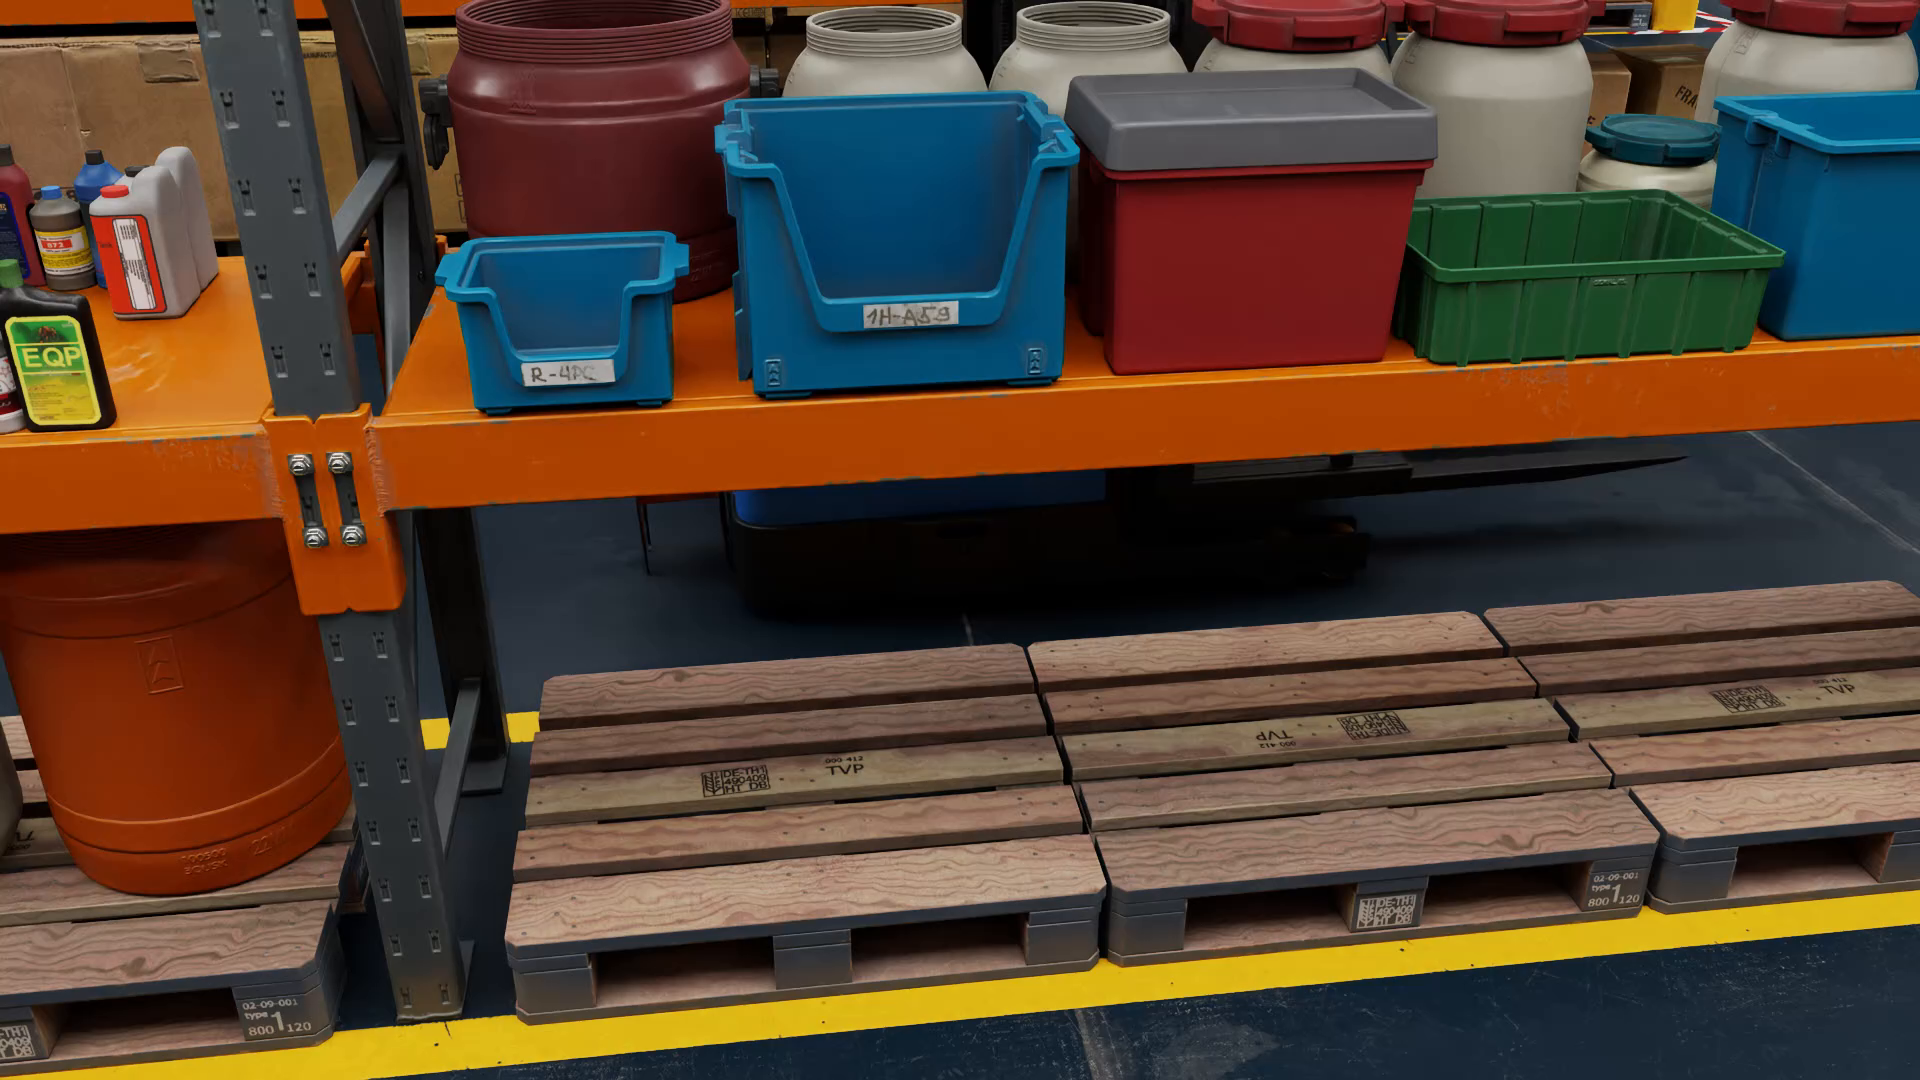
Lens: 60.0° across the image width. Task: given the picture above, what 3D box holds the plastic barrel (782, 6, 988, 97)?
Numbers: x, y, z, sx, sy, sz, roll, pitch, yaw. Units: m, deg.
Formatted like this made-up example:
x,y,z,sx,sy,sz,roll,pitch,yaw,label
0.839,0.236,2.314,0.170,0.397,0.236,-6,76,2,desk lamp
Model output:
x,y,z,sx,sy,sz,roll,pitch,yaw,label
-0.150,-0.800,3.401,0.421,0.512,0.421,0,27,0,plastic barrel

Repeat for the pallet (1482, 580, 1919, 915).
x,y,z,sx,sy,sz,roll,pitch,yaw,label
2.050,0.465,4.112,1.213,0.211,1.003,-4,27,-7,pallet

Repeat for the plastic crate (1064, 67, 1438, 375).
x,y,z,sx,sy,sz,roll,pitch,yaw,label
0.504,-0.581,3.027,0.583,0.464,0.402,-4,27,-7,plastic crate

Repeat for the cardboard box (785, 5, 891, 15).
x,y,z,sx,sy,sz,roll,pitch,yaw,label
-0.939,-4.317,12.383,0.750,0.750,1.050,-3,27,-6,cardboard box

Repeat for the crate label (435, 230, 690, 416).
x,y,z,sx,sy,sz,roll,pitch,yaw,label
-0.669,-0.371,2.871,0.416,0.233,0.303,-4,27,-7,crate label

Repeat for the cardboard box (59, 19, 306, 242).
x,y,z,sx,sy,sz,roll,pitch,yaw,label
-3.399,-1.981,7.693,0.875,0.875,1.225,-4,27,-7,cardboard box

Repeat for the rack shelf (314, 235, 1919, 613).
x,y,z,sx,sy,sz,roll,pitch,yaw,label
0.842,-0.396,3.523,4.000,0.370,1.077,-4,27,-7,rack shelf

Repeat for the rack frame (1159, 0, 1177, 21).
x,y,z,sx,sy,sz,roll,pitch,yaw,label
1.541,-5.331,12.353,0.127,3.000,1.000,-4,27,-7,rack frame

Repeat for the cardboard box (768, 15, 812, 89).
x,y,z,sx,sy,sz,roll,pitch,yaw,label
-0.646,-2.339,7.958,0.500,0.250,0.500,-1,27,-1,cardboard box

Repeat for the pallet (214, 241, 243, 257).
x,y,z,sx,sy,sz,roll,pitch,yaw,label
-3.825,-1.495,7.932,1.213,0.211,1.003,-4,27,-7,pallet

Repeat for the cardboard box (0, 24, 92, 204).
x,y,z,sx,sy,sz,roll,pitch,yaw,label
-4.274,-1.922,7.577,0.875,0.875,1.225,-5,28,-9,cardboard box

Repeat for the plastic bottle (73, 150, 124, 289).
x,y,z,sx,sy,sz,roll,pitch,yaw,label
-1.731,-0.655,3.381,0.097,0.271,0.097,0,27,0,plastic bottle

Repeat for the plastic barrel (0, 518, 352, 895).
x,y,z,sx,sy,sz,roll,pitch,yaw,label
-1.621,0.229,3.435,0.708,0.830,0.600,-4,27,-7,plastic barrel

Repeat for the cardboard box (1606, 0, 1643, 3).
x,y,z,sx,sy,sz,roll,pitch,yaw,label
4.840,-4.754,13.096,0.875,0.875,0.875,-4,27,-7,cardboard box

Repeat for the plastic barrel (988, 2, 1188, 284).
x,y,z,sx,sy,sz,roll,pitch,yaw,label
0.267,-0.827,3.454,0.421,0.512,0.421,0,27,0,plastic barrel

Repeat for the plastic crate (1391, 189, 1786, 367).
x,y,z,sx,sy,sz,roll,pitch,yaw,label
1.137,-0.510,3.191,0.662,0.188,0.450,-4,27,-7,plastic crate

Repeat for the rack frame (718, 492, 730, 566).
x,y,z,sx,sy,sz,roll,pitch,yaw,label
-0.743,-0.430,4.912,0.008,1.050,0.200,-6,28,-6,rack frame

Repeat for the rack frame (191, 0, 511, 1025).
x,y,z,sx,sy,sz,roll,pitch,yaw,label
-1.139,-0.588,3.111,0.127,3.000,1.000,-4,27,-7,rack frame

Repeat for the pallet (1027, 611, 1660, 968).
x,y,z,sx,sy,sz,roll,pitch,yaw,label
0.839,0.544,3.958,1.213,0.211,1.003,-4,27,-7,pallet

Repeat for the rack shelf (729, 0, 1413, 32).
x,y,z,sx,sy,sz,roll,pitch,yaw,label
0.152,-2.635,7.887,4.000,0.370,1.077,-4,27,-7,rack shelf

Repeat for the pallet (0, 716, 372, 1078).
x,y,z,sx,sy,sz,roll,pitch,yaw,label
-1.914,0.721,3.613,1.213,0.211,1.003,-4,27,-7,pallet

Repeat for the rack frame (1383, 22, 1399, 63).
x,y,z,sx,sy,sz,roll,pitch,yaw,label
2.132,-3.082,7.971,0.127,3.000,1.000,-4,27,-7,rack frame

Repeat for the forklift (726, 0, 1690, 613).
x,y,z,sx,sy,sz,roll,pitch,yaw,label
0.775,-1.406,4.779,3.031,2.935,1.130,-5,28,-9,forklift

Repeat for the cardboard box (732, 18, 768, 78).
x,y,z,sx,sy,sz,roll,pitch,yaw,label
-1.169,-2.301,7.883,0.500,0.250,0.500,-3,27,-5,cardboard box

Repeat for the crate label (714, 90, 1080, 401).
x,y,z,sx,sy,sz,roll,pitch,yaw,label
-0.117,-0.545,2.988,0.616,0.435,0.502,-4,27,-7,crate label

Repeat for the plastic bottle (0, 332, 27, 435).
x,y,z,sx,sy,sz,roll,pitch,yaw,label
-1.597,-0.282,2.732,0.097,0.201,0.097,0,27,0,plastic bottle

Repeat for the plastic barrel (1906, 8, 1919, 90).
x,y,z,sx,sy,sz,roll,pitch,yaw,label
2.398,-1.178,3.712,0.708,0.901,0.600,-4,27,-7,plastic barrel

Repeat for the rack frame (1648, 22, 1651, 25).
x,y,z,sx,sy,sz,roll,pitch,yaw,label
5.502,-5.585,12.849,0.127,3.000,1.000,-4,27,-7,rack frame

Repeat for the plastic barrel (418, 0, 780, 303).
x,y,z,sx,sy,sz,roll,pitch,yaw,label
-0.721,-0.815,3.405,0.708,0.536,0.600,-4,27,-7,plastic barrel

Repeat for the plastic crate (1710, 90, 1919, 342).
x,y,z,sx,sy,sz,roll,pitch,yaw,label
1.773,-0.625,3.200,0.575,0.384,0.392,-4,27,-7,plastic crate

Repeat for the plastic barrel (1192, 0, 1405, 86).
x,y,z,sx,sy,sz,roll,pitch,yaw,label
0.689,-0.867,3.506,0.433,0.535,0.433,0,27,0,plastic barrel

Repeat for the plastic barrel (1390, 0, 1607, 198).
x,y,z,sx,sy,sz,roll,pitch,yaw,label
1.118,-0.895,3.560,0.433,0.535,0.433,0,27,0,plastic barrel

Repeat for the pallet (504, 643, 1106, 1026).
x,y,z,sx,sy,sz,roll,pitch,yaw,label
-0.366,0.620,3.810,1.213,0.211,1.003,-4,27,-7,pallet

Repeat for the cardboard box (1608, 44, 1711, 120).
x,y,z,sx,sy,sz,roll,pitch,yaw,label
3.704,-2.279,8.684,0.500,0.500,0.500,-6,28,-12,cardboard box

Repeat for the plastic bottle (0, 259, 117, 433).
x,y,z,sx,sy,sz,roll,pitch,yaw,label
-1.480,-0.318,2.712,0.133,0.283,0.061,-4,27,-7,plastic bottle

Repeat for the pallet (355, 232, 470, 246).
x,y,z,sx,sy,sz,roll,pitch,yaw,label
-2.620,-1.571,8.080,1.213,0.211,1.003,-4,27,-7,pallet

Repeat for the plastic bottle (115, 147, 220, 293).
x,y,z,sx,sy,sz,roll,pitch,yaw,label
-1.612,-0.652,3.371,0.135,0.276,0.152,-4,27,-7,plastic bottle

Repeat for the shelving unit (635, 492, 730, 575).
x,y,z,sx,sy,sz,roll,pitch,yaw,label
-0.863,-0.417,4.899,0.252,1.050,0.215,-6,28,-6,shelving unit

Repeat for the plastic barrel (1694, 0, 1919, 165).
x,y,z,sx,sy,sz,roll,pitch,yaw,label
1.844,-0.942,3.651,0.433,0.535,0.433,0,27,0,plastic barrel

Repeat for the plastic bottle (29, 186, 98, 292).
x,y,z,sx,sy,sz,roll,pitch,yaw,label
-1.827,-0.618,3.385,0.097,0.201,0.097,0,27,0,plastic bottle

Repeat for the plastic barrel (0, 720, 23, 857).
x,y,z,sx,sy,sz,roll,pitch,yaw,label
-2.167,0.447,3.359,0.421,0.512,0.421,0,27,0,plastic barrel

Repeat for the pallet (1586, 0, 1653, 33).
x,y,z,sx,sy,sz,roll,pitch,yaw,label
4.721,-4.258,13.318,1.213,0.211,1.003,-4,27,-7,pallet

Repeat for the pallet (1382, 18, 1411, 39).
x,y,z,sx,sy,sz,roll,pitch,yaw,label
3.516,-4.182,13.169,1.213,0.211,1.003,-4,27,-7,pallet

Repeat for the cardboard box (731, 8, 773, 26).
x,y,z,sx,sy,sz,roll,pitch,yaw,label
-1.804,-4.260,12.271,0.750,0.750,1.050,-4,27,-8,cardboard box

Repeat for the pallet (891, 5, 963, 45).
x,y,z,sx,sy,sz,roll,pitch,yaw,label
-0.423,-3.928,12.674,1.213,0.211,1.003,-4,27,-7,pallet

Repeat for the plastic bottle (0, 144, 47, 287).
x,y,z,sx,sy,sz,roll,pitch,yaw,label
-1.944,-0.655,3.368,0.133,0.283,0.061,-4,27,-7,plastic bottle

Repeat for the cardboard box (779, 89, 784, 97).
x,y,z,sx,sy,sz,roll,pitch,yaw,label
-0.620,-2.004,8.126,0.500,0.500,0.700,-6,28,-11,cardboard box

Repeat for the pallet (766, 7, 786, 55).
x,y,z,sx,sy,sz,roll,pitch,yaw,label
-1.628,-3.852,12.525,1.213,0.211,1.003,-4,27,-7,pallet

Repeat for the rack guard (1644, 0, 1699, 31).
x,y,z,sx,sy,sz,roll,pitch,yaw,label
5.526,-4.474,13.423,0.348,0.500,1.175,-4,27,-7,rack guard

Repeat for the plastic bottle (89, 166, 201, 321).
x,y,z,sx,sy,sz,roll,pitch,yaw,label
-1.591,-0.583,3.237,0.135,0.276,0.152,-4,27,-7,plastic bottle

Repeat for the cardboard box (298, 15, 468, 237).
x,y,z,sx,sy,sz,roll,pitch,yaw,label
-2.515,-2.035,7.797,0.875,0.875,1.225,-5,28,-10,cardboard box

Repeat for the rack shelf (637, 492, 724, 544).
x,y,z,sx,sy,sz,roll,pitch,yaw,label
-0.849,-0.161,5.033,0.240,0.259,0.215,-6,28,-6,rack shelf

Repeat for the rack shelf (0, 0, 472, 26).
x,y,z,sx,sy,sz,roll,pitch,yaw,label
-3.809,-2.380,7.391,4.000,0.370,1.077,-4,27,-7,rack shelf

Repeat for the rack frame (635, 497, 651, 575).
x,y,z,sx,sy,sz,roll,pitch,yaw,label
-0.984,-0.404,4.887,0.008,1.050,0.200,-6,28,-6,rack frame

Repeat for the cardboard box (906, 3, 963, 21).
x,y,z,sx,sy,sz,roll,pitch,yaw,label
-0.017,-4.377,12.498,0.750,0.750,1.050,-4,27,-7,cardboard box

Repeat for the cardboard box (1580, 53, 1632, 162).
x,y,z,sx,sy,sz,roll,pitch,yaw,label
3.100,-2.204,8.538,0.500,0.500,0.500,5,28,9,cardboard box

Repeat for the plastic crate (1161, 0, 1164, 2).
x,y,z,sx,sy,sz,roll,pitch,yaw,label
1.531,-4.708,14.158,0.662,0.188,0.450,10,39,19,plastic crate

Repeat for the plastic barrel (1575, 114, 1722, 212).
x,y,z,sx,sy,sz,roll,pitch,yaw,label
1.490,-0.767,3.610,0.301,0.262,0.301,0,27,0,plastic barrel

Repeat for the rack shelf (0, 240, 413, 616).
x,y,z,sx,sy,sz,roll,pitch,yaw,label
-3.119,-0.141,3.027,4.000,0.370,1.077,-4,27,-7,rack shelf
